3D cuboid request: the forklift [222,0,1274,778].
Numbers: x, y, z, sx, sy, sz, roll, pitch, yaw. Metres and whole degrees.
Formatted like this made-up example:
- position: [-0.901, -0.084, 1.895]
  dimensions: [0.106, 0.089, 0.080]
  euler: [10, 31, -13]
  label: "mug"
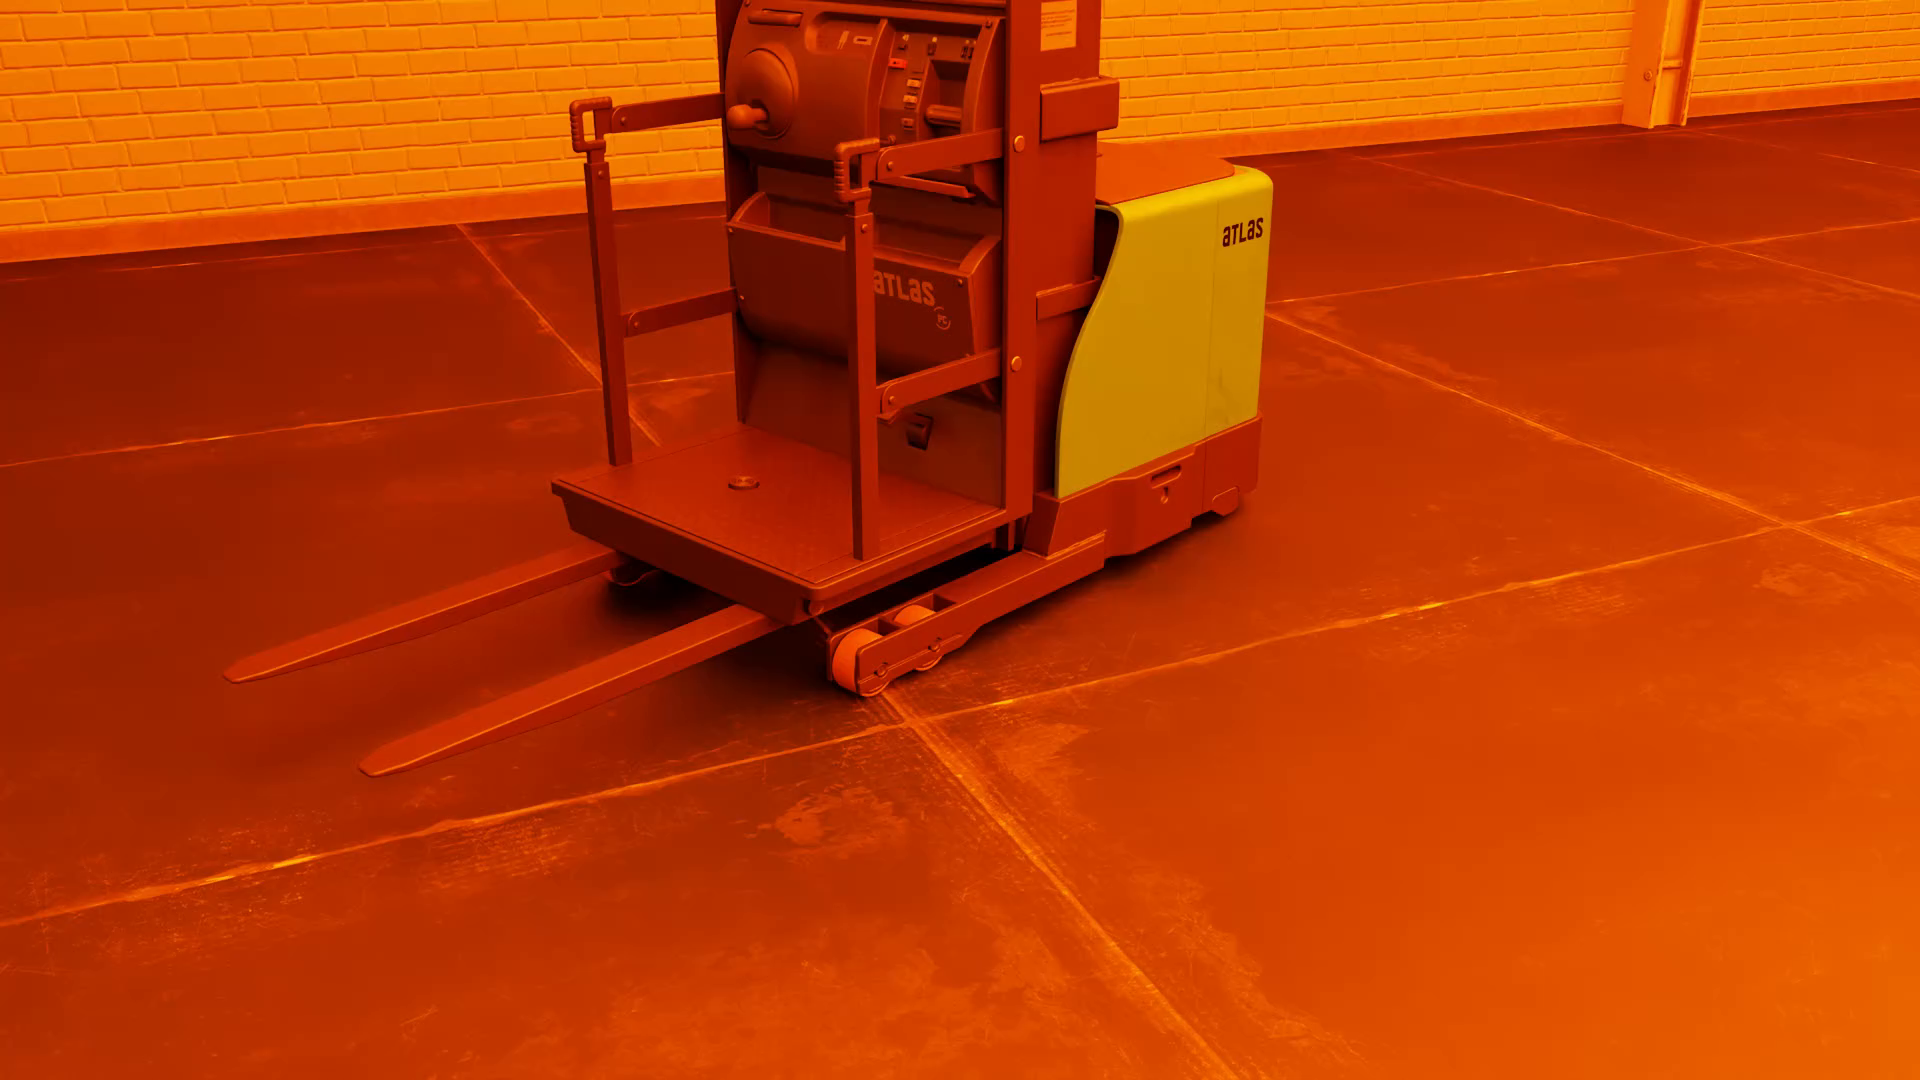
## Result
- position: [-0.413, -1.182, 4.131]
  dimensions: [1.130, 2.935, 3.031]
  euler: [19, 29, 39]
  label: "forklift"
